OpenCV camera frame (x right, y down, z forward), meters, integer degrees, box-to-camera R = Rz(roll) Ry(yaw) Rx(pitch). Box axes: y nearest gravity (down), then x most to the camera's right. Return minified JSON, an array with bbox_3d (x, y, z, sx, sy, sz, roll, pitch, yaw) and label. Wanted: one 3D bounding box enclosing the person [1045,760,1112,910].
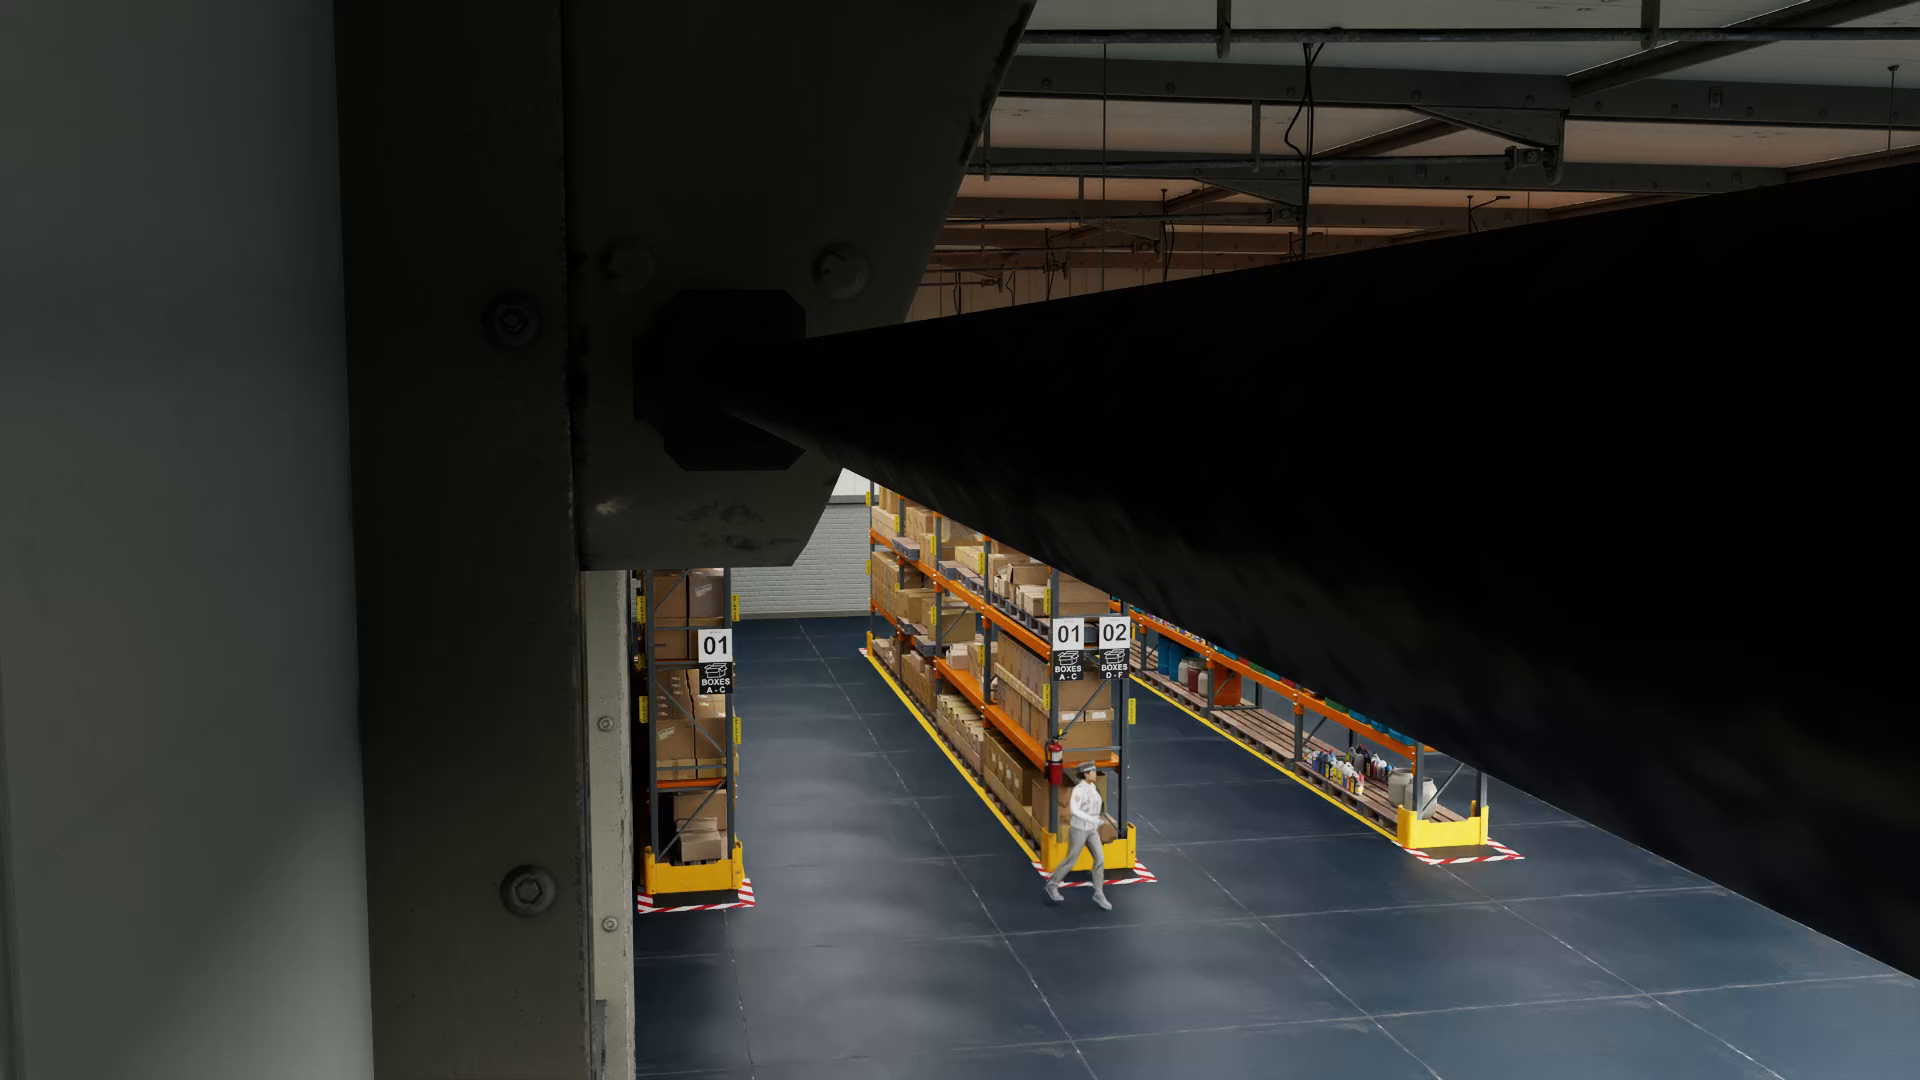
[{"bbox_3d":[1.491,3.435,19.624,0.833,1.694,0.669,4,7,33],"label":"person"}]
